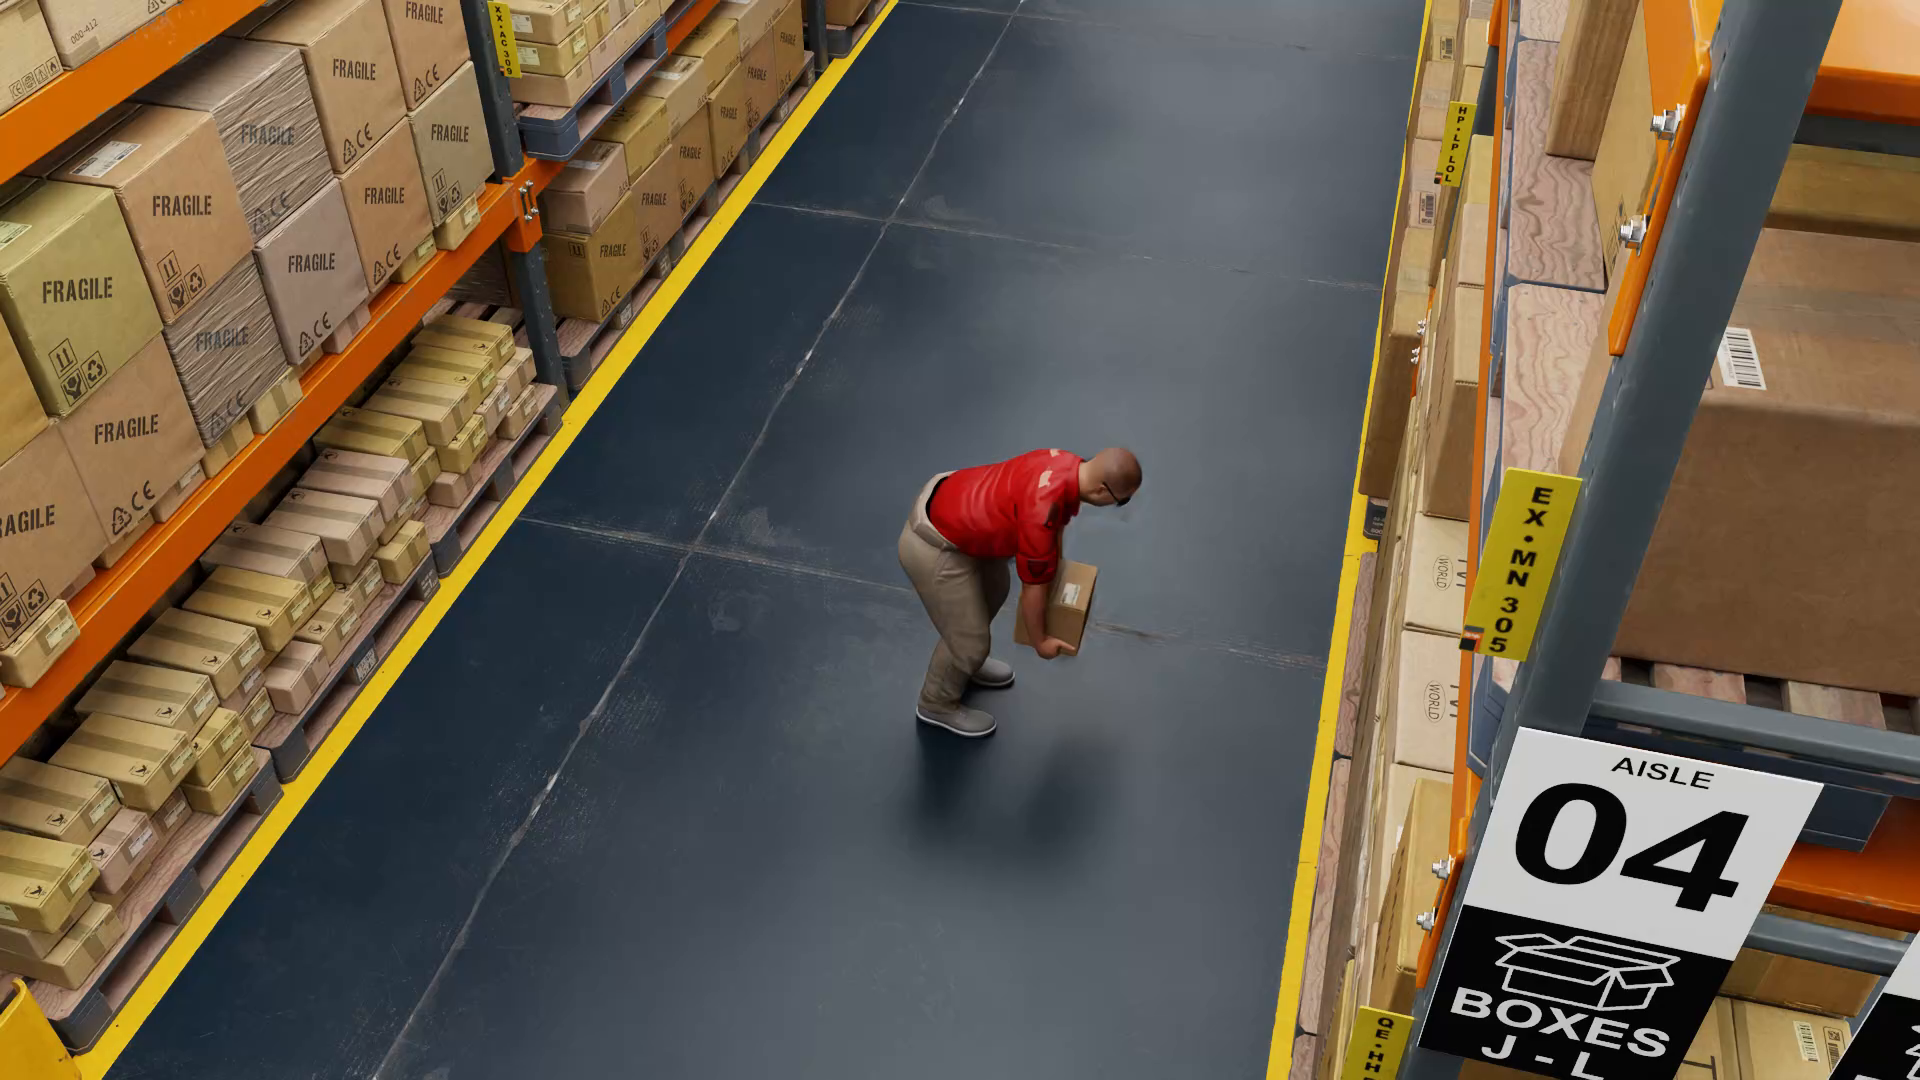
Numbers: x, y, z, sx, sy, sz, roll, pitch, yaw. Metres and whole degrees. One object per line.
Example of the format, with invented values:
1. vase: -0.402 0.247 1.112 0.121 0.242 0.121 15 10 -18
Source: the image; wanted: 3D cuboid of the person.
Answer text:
1. person: 0.215 0.161 6.270 0.876 1.363 0.473 9 42 10
